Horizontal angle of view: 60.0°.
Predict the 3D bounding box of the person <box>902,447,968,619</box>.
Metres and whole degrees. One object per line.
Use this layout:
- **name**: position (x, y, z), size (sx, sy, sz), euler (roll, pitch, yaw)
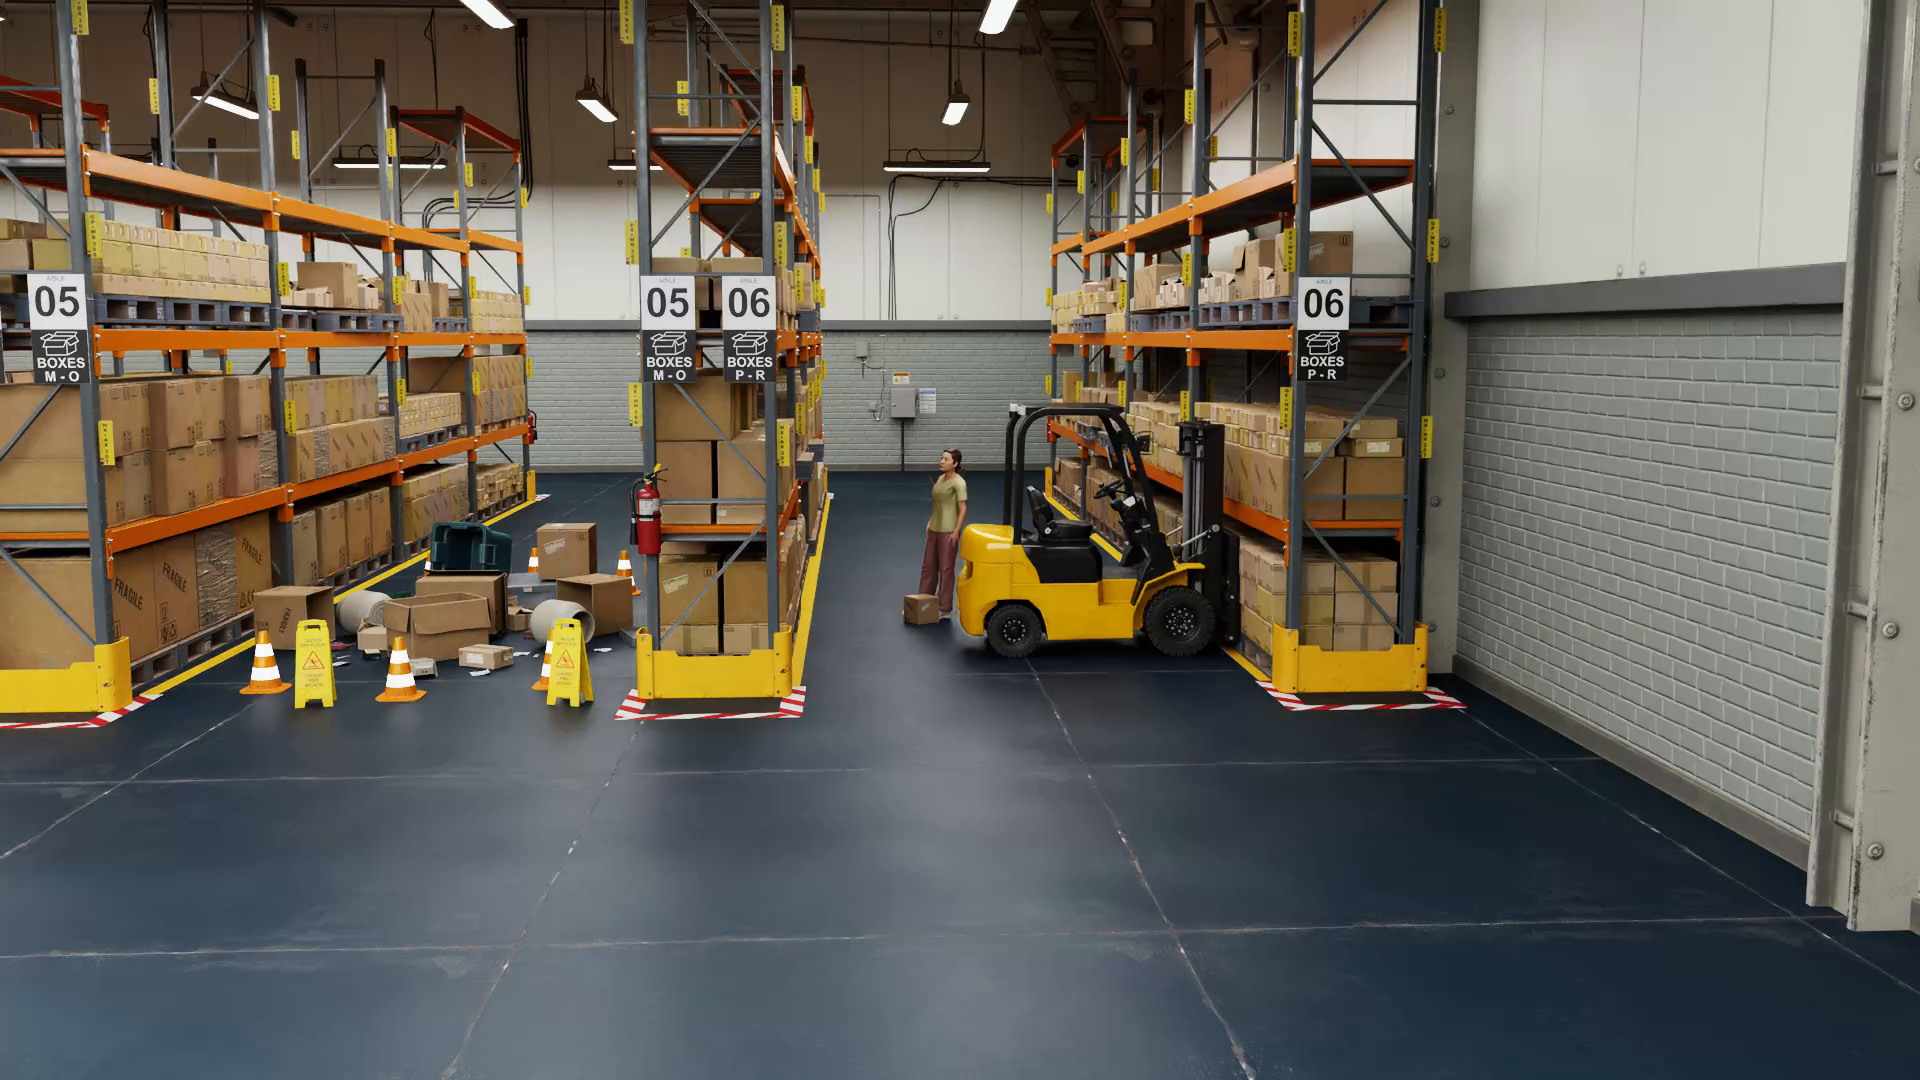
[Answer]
- **person**: position (-0.218, -0.057, 16.197), size (0.534, 1.666, 0.554), euler (-4, 8, -33)
